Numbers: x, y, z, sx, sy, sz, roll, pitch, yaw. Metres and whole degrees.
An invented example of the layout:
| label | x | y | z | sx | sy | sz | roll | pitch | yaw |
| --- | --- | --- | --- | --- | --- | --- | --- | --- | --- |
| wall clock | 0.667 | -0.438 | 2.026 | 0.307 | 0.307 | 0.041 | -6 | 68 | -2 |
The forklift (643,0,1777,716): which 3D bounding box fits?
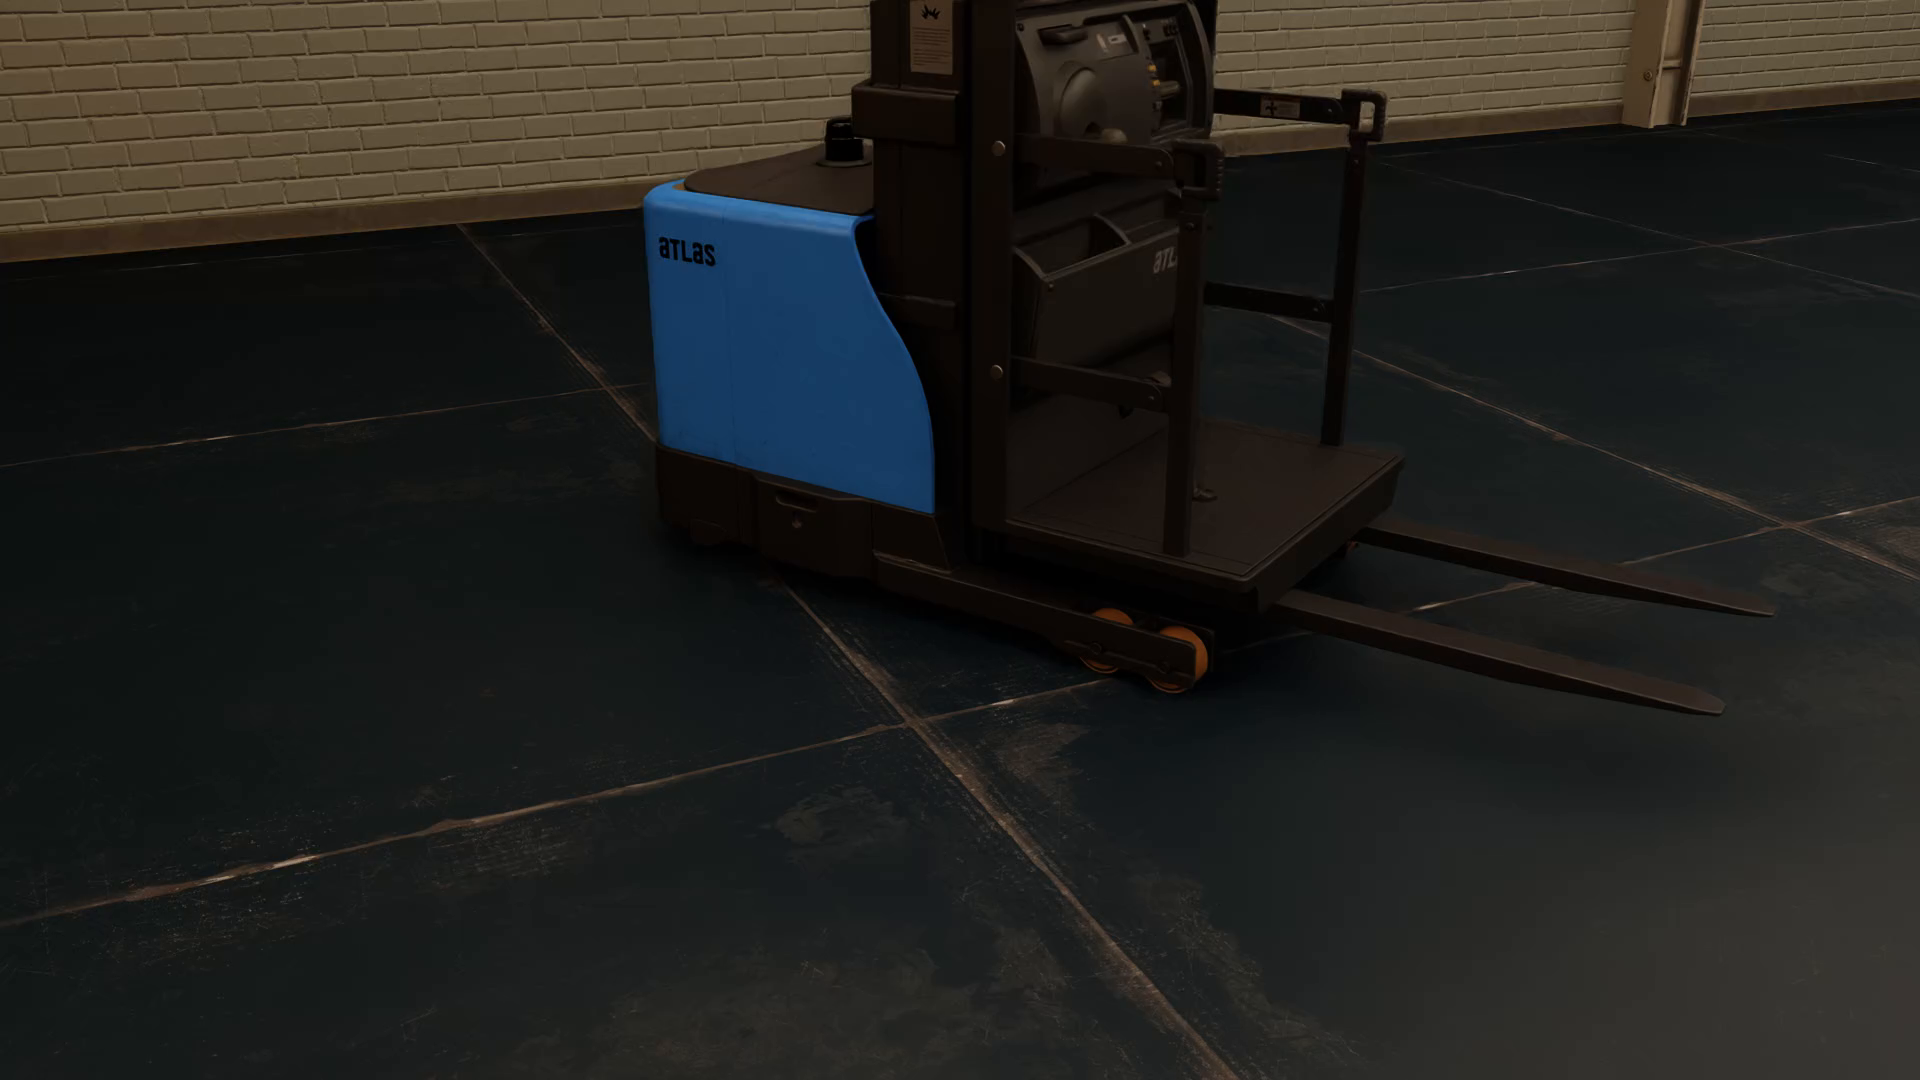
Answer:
| label | x | y | z | sx | sy | sz | roll | pitch | yaw |
| --- | --- | --- | --- | --- | --- | --- | --- | --- | --- |
| forklift | 0.586 | -1.200 | 4.174 | 3.031 | 2.935 | 1.130 | 15 | 27 | 31 |
